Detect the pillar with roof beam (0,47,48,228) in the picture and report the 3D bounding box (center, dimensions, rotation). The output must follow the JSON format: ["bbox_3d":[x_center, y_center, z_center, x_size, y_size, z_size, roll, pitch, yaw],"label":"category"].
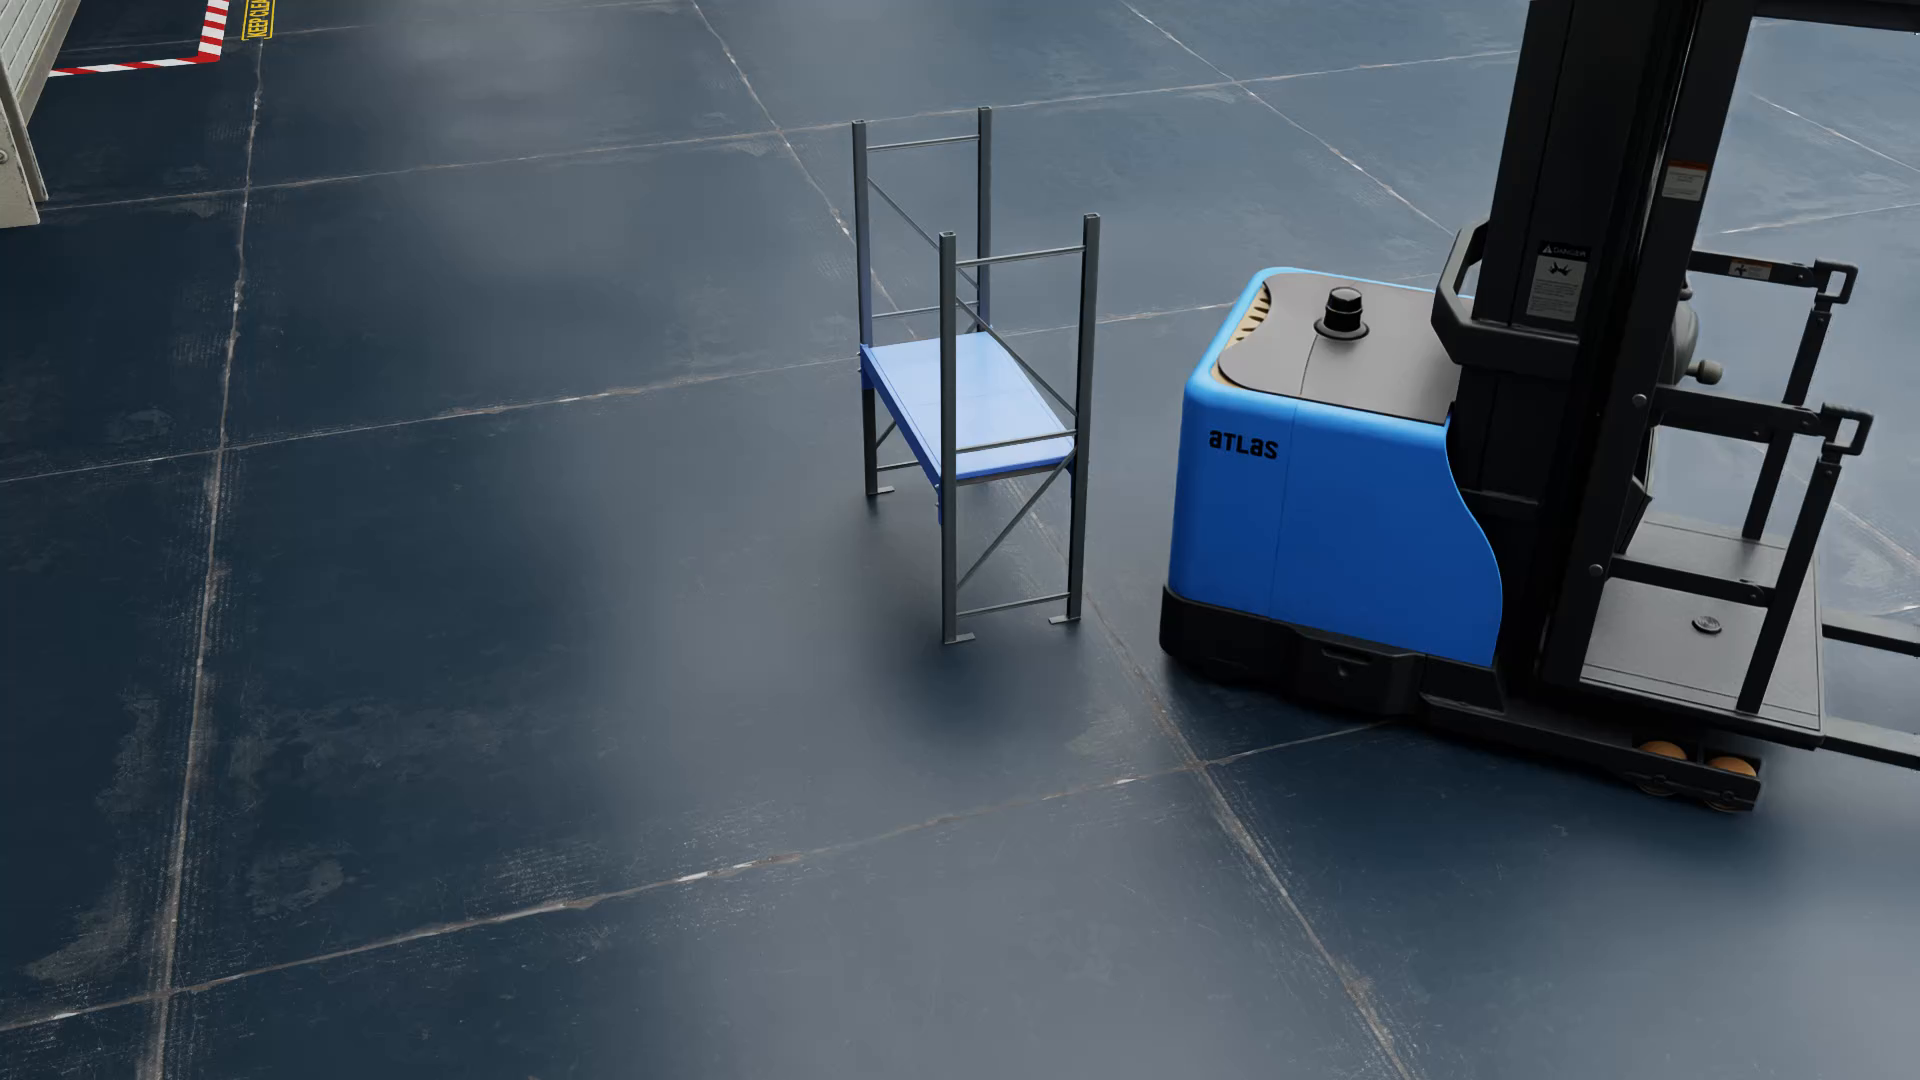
[{"bbox_3d":[-0.969,-6.224,7.507,9.100,9.000,0.400,-10,35,-15],"label":"pillar with roof beam"}]

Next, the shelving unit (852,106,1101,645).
[{"bbox_3d":[0.026,-0.581,5.769,0.538,1.500,1.048,-10,35,-15],"label":"shelving unit"}]

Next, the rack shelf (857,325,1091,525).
[{"bbox_3d":[0.026,-0.431,5.868,0.538,0.185,1.000,-10,35,-15],"label":"rack shelf"}]

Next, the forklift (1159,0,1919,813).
[{"bbox_3d":[2.238,-0.737,4.706,3.031,2.935,1.130,13,36,18],"label":"forklift"}]

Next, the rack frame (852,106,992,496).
[{"bbox_3d":[-0.129,-0.848,6.173,0.500,1.500,0.032,-10,35,-15],"label":"rack frame"}]

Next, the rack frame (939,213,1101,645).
[{"bbox_3d":[0.181,-0.314,5.365,0.500,1.500,0.032,-10,35,-15],"label":"rack frame"}]
